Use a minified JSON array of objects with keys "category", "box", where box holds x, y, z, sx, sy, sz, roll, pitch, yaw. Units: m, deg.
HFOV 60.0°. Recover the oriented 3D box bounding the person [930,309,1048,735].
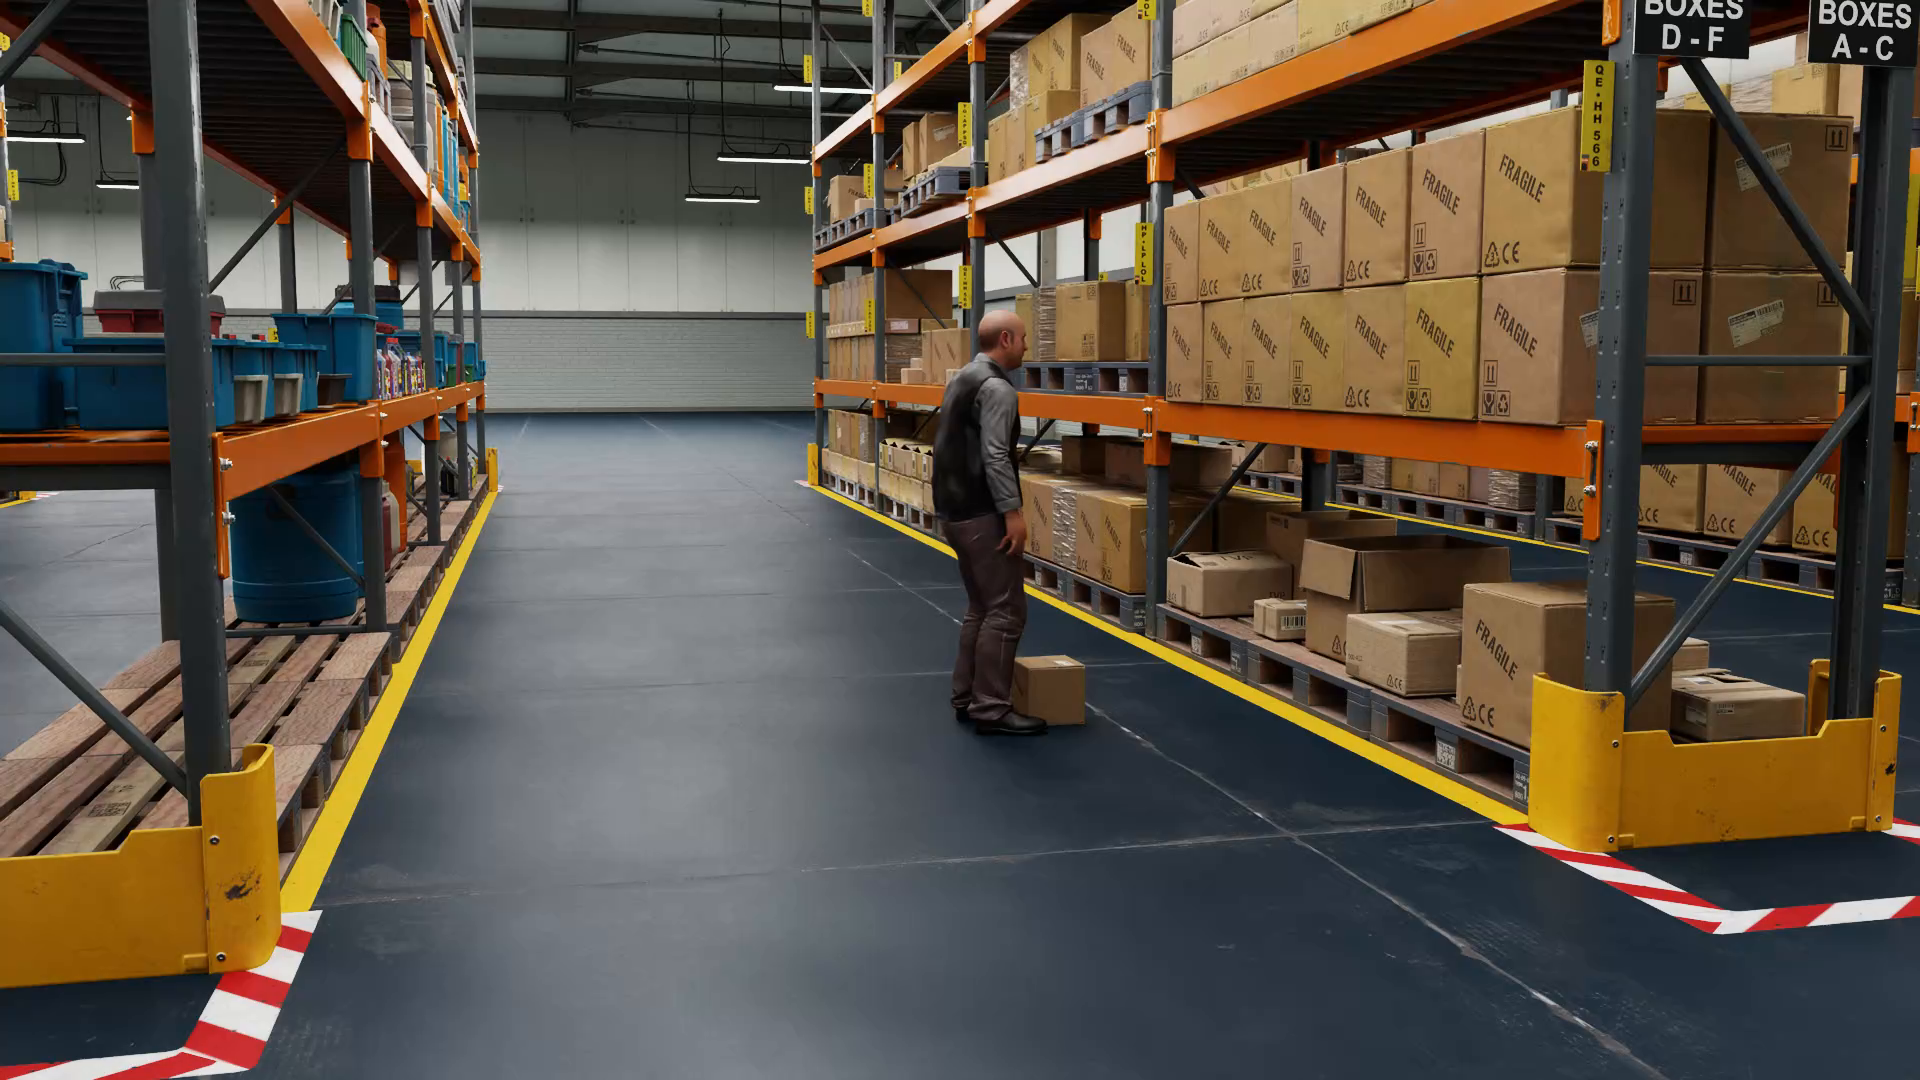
[{"category":"person","box":[0.097,-0.085,6.862,0.417,1.720,0.580,-2,6,-16]}]
